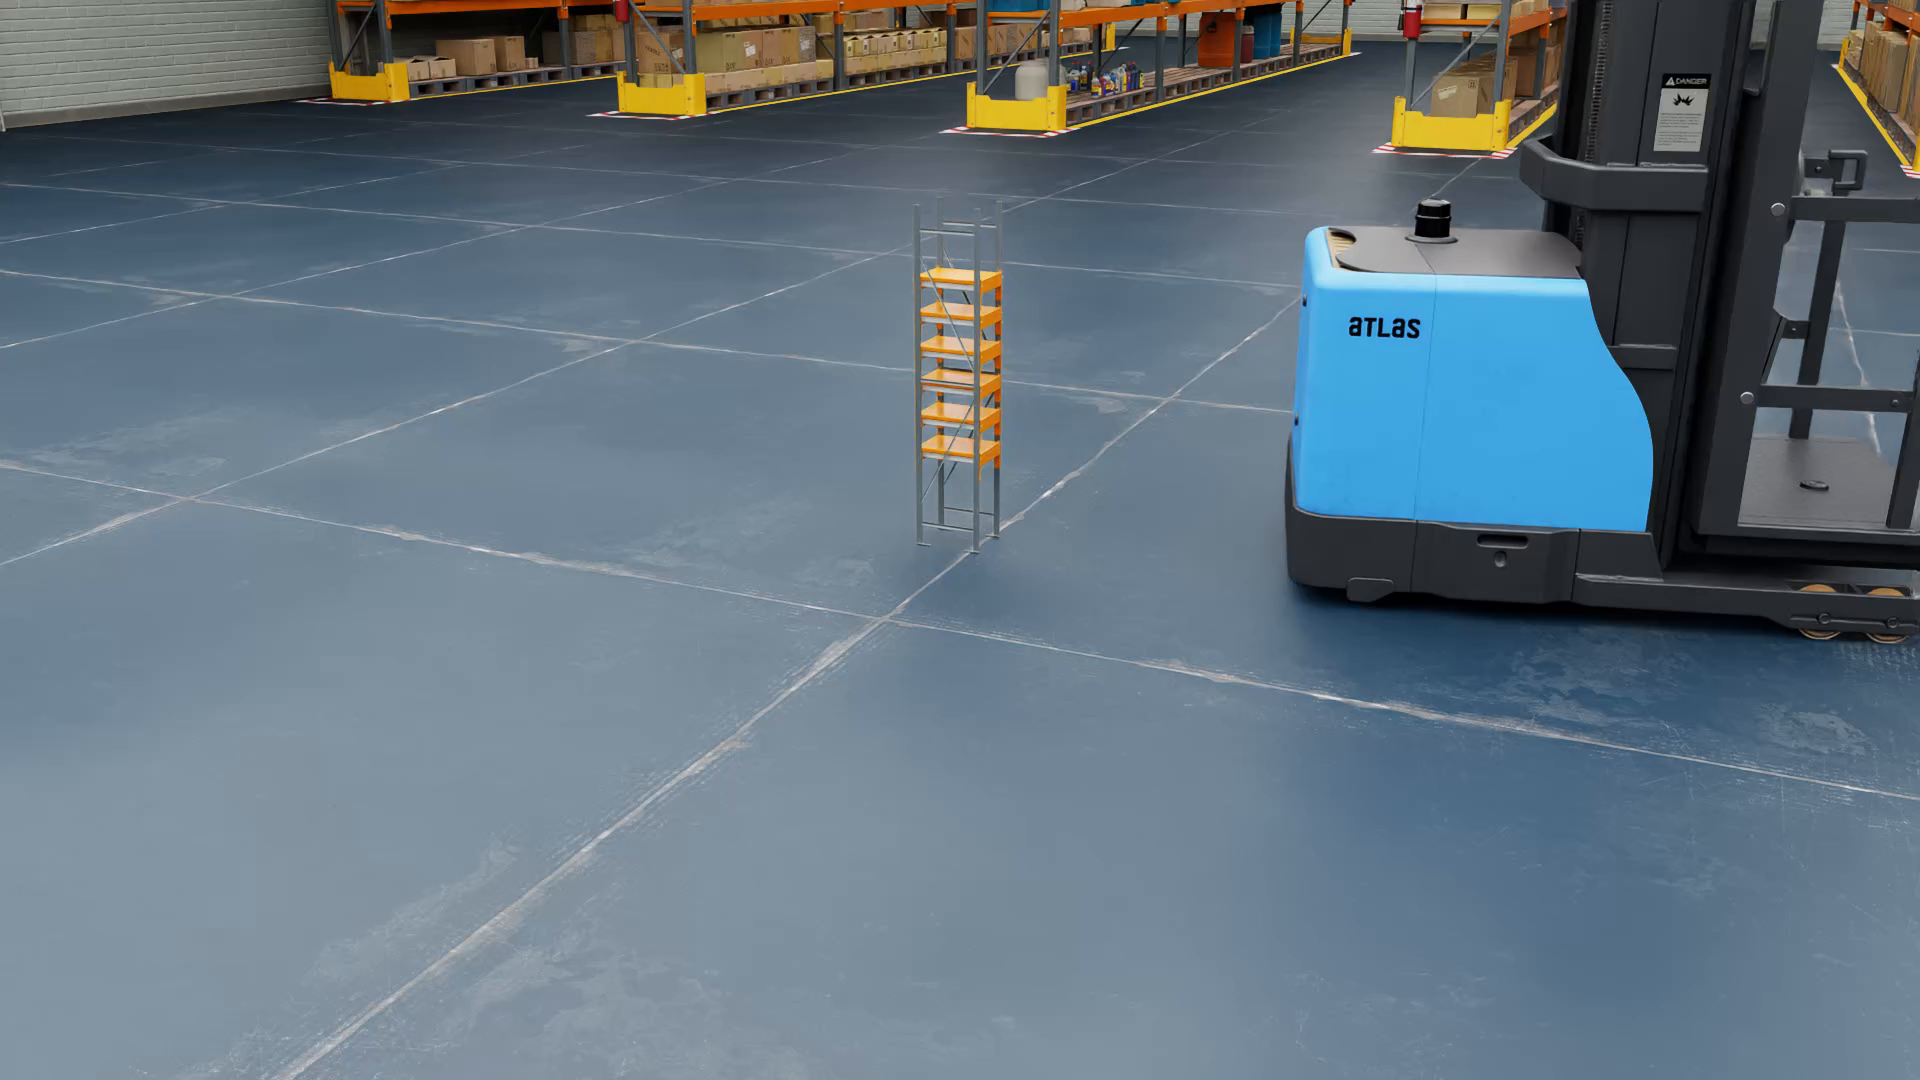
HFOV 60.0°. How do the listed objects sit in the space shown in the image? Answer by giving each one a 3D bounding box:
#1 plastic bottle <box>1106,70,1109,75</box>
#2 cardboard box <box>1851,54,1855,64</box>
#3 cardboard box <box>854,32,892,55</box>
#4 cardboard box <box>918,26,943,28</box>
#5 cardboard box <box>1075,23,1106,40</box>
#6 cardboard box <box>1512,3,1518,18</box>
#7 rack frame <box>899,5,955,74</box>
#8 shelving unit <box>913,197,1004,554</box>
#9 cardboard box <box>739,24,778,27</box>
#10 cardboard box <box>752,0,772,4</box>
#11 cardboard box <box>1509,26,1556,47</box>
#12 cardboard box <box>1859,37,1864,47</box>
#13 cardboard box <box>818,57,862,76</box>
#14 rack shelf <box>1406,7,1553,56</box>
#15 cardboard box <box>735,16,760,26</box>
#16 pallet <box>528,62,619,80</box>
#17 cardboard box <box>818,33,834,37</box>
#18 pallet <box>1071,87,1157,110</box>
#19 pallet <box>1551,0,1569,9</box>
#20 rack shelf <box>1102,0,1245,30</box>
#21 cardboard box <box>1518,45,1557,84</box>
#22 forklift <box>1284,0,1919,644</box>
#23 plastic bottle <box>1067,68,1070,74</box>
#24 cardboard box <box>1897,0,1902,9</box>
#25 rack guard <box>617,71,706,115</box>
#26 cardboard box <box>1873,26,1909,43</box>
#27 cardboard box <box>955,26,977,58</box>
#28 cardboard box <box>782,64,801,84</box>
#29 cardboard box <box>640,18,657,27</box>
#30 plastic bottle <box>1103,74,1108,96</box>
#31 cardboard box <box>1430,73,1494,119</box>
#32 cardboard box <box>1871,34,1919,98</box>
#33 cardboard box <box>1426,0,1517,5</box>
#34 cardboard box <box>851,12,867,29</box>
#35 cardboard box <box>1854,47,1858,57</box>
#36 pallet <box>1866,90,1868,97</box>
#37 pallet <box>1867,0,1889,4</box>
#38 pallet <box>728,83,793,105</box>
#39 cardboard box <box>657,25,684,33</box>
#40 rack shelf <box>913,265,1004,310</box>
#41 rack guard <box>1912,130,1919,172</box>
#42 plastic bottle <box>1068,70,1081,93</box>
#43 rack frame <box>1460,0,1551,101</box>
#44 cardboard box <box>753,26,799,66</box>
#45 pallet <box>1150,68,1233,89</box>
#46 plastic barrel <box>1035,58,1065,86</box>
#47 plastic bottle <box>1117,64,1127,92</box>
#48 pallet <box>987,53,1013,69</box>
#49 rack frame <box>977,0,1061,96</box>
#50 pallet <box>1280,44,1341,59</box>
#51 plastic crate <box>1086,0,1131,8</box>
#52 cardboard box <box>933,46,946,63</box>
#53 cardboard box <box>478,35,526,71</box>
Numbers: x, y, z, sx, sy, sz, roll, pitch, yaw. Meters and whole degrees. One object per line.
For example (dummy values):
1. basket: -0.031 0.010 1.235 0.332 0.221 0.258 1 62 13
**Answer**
1. plastic bottle: 1.935 -5.998 21.756 0.061 0.283 0.133 9 21 23
2. cardboard box: 14.866 -7.891 27.310 0.380 0.149 0.250 9 21 23
3. cardboard box: -1.386 -7.750 25.923 0.500 0.311 0.500 8 21 21
4. cardboard box: -0.397 -8.751 29.171 0.500 0.500 0.500 9 22 25
5. cardboard box: 2.713 -10.678 34.591 0.500 0.500 0.500 9 21 23
6. cardboard box: 5.765 -5.681 17.842 0.380 0.149 0.250 9 21 23
7. rack frame: -0.565 -9.403 27.932 1.000 3.000 0.127 9 21 23
8. shelving unit: -0.006 -0.561 5.755 0.258 1.200 0.189 9 21 23
9. cardboard box: -2.877 -7.183 24.048 0.500 0.500 0.500 9 21 23
10. cardboard box: -3.007 -7.619 22.767 0.700 0.500 0.500 9 22 24
11. cardboard box: 8.016 -7.053 23.279 0.500 0.250 0.500 11 22 29
12. cardboard box: 14.664 -7.994 26.710 0.380 0.149 0.250 8 21 22
13. cardboard box: -1.812 -7.172 25.135 0.500 0.250 0.500 8 21 21
14. rack shelf: 6.014 -5.869 19.070 1.077 0.370 4.000 9 21 23
15. cardboard box: -4.301 -9.740 31.462 0.750 0.750 0.750 8 21 22
16. pallet: -6.407 -7.783 27.539 1.003 0.211 1.213 9 21 23
17. cardboard box: -2.092 -7.670 25.698 0.500 0.311 0.500 9 22 24
18. pallet: 2.001 -5.986 22.485 1.003 0.211 1.213 9 21 23
19. pallet: 7.278 -6.943 21.301 1.003 0.211 1.213 9 21 23
20. rack shelf: 3.133 -7.772 24.419 1.077 0.370 4.000 9 21 23
21. cardboard box: 7.999 -6.693 23.386 0.700 0.500 0.500 7 21 18
22. forklift: 2.638 -1.256 5.126 3.031 2.935 1.130 3 20 9
23. plastic bottle: 1.422 -6.134 22.139 0.061 0.283 0.133 10 22 25
24. cardboard box: 11.906 -6.816 20.509 0.500 0.500 0.500 8 21 22
25. rack guard: -3.851 -5.772 21.453 1.175 0.500 0.348 9 21 23
26. cardboard box: 13.192 -7.105 23.456 0.500 0.250 0.500 9 21 23
27. cardboard box: 0.091 -8.693 29.010 0.500 0.500 0.500 8 21 21
28. cardboard box: -2.599 -6.604 23.540 0.500 0.250 0.500 9 21 23
29. cardboard box: -5.624 -9.071 28.955 0.500 0.250 0.500 9 21 24
30. plastic bottle: 1.843 -5.815 21.257 0.097 0.271 0.097 0 20 0
31. cardboard box: 5.466 -4.806 18.109 0.500 0.500 0.500 13 23 33
32. cardboard box: 12.268 -6.027 21.171 1.050 0.750 0.750 9 21 24
33. cardboard box: 5.445 -5.949 17.626 0.875 0.500 0.500 9 21 23
34. cardboard box: -2.416 -11.013 35.562 0.700 0.500 0.500 8 21 21
35. cardboard box: 14.624 -7.857 26.770 0.380 0.149 0.250 8 21 21
36. pallet: 13.276 -6.256 23.244 1.003 0.211 1.213 9 21 23
37. pallet: 13.149 -7.473 22.792 1.213 0.211 1.003 9 21 23
38. pallet: -3.065 -6.255 23.241 1.003 0.211 1.213 9 21 23
39. cardboard box: -5.334 -8.884 29.546 0.700 0.500 0.500 9 21 23
40. rack shelf: -0.006 -0.858 5.650 0.258 0.103 0.180 9 21 23
41. rack guard: 9.669 -3.700 15.628 1.175 0.500 0.348 9 21 23
42. plastic bottle: 1.499 -6.033 21.865 0.152 0.276 0.135 9 21 23
43. rack frame: 6.833 -6.820 20.668 1.000 3.000 0.127 9 21 23
44. cardboard box: -2.611 -6.959 23.419 0.500 0.500 0.500 9 21 23
45. pallet: 3.599 -7.177 25.834 1.003 0.211 1.213 9 21 23
46. plastic barrel: 1.081 -5.667 20.514 0.421 0.512 0.421 0 20 0
47. plastic bottle: 2.102 -6.065 21.842 0.144 0.351 0.185 8 21 22
48. pallet: 0.276 -8.684 30.071 1.003 0.211 1.213 9 21 23
49. rack frame: 0.676 -6.277 19.141 1.000 3.000 0.127 9 21 23
50. pallet: 6.855 -9.607 32.667 1.003 0.211 1.213 9 21 23
51. plastic crate: 1.880 -6.844 21.130 0.530 0.136 0.437 9 21 23
52. cardboard box: -0.558 -8.111 27.776 0.500 0.250 0.500 9 22 24
53. cardboard box: -7.113 -7.565 25.839 0.500 0.500 0.500 7 21 19
